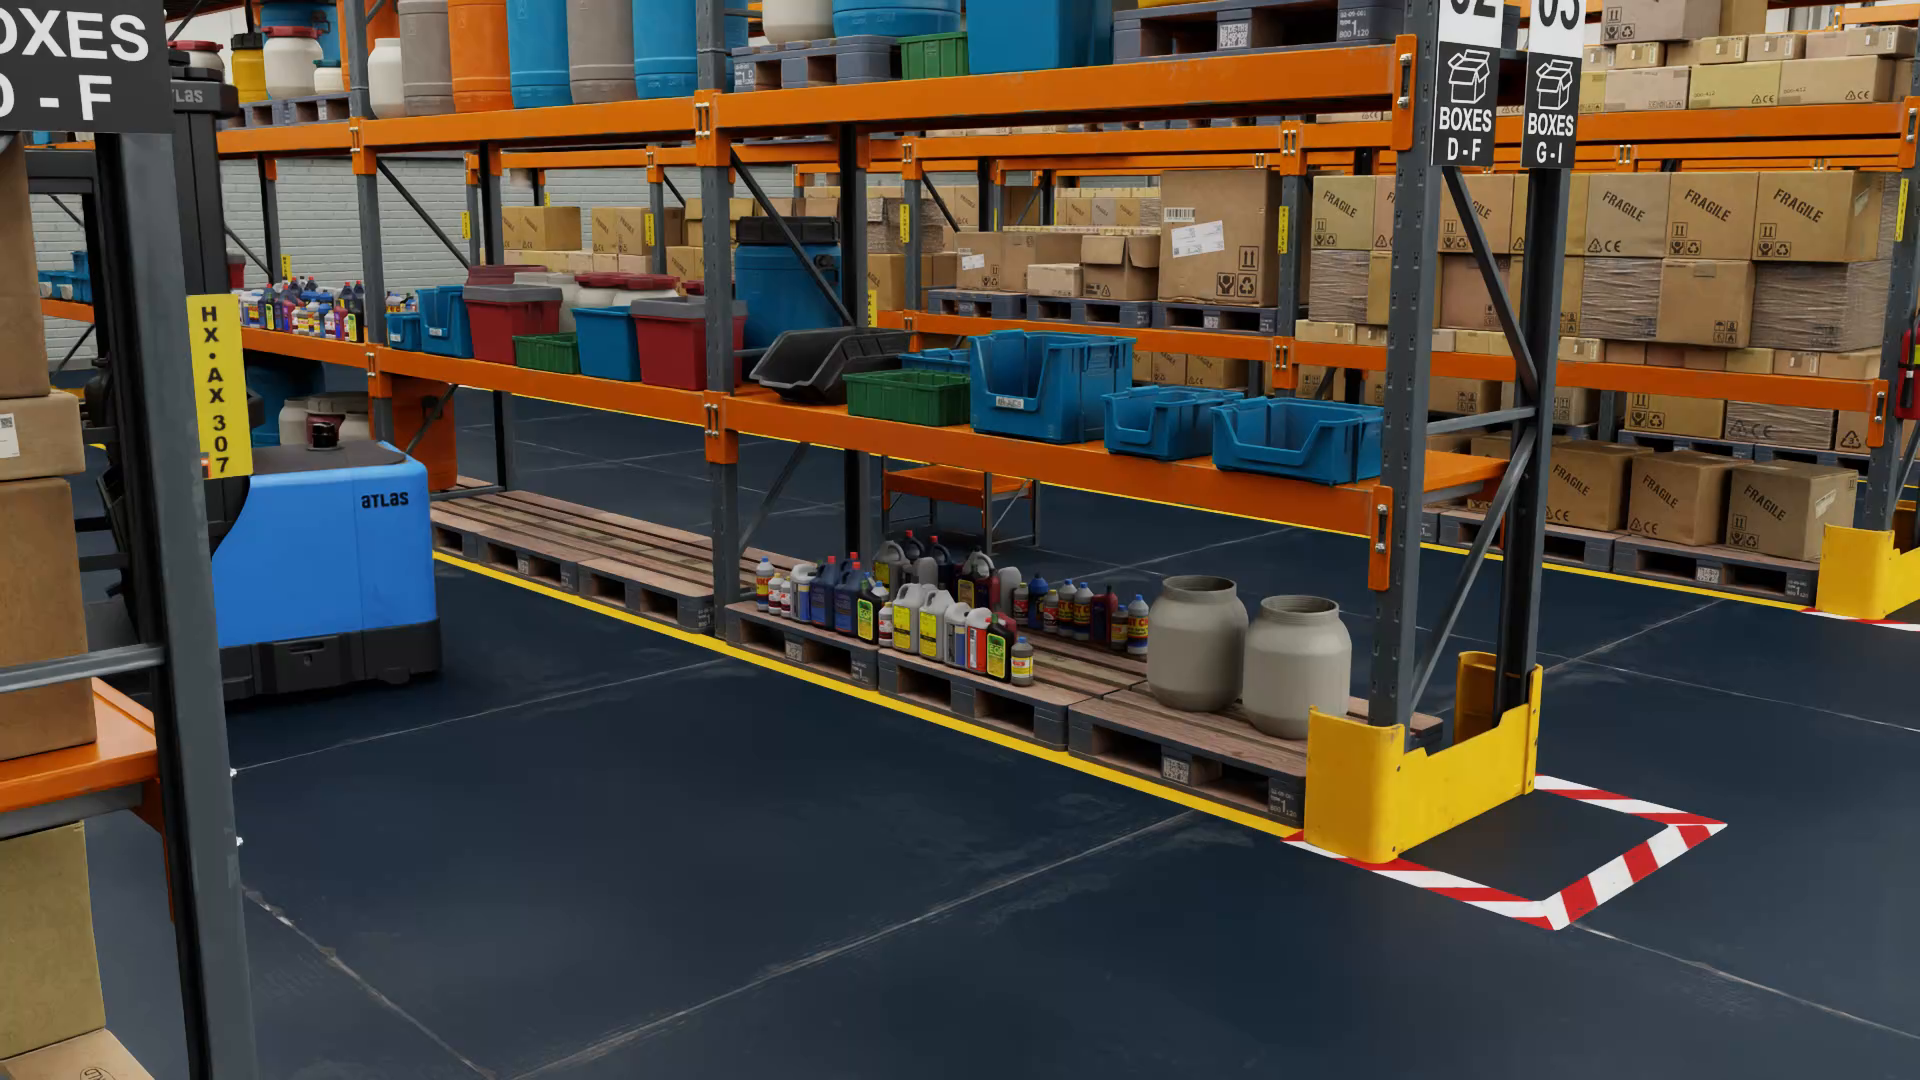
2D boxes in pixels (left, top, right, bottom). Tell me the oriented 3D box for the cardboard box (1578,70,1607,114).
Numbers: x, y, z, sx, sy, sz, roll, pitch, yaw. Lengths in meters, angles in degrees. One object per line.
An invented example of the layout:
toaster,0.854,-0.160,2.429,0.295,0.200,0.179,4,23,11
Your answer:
cardboard box,3.877,-2.765,10.335,0.500,0.250,0.500,-11,16,-44

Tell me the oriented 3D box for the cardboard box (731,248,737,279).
cardboard box,-2.018,-2.665,16.665,0.500,0.500,0.500,11,16,44

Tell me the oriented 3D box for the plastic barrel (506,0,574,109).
plastic barrel,-2.317,-2.956,9.650,0.600,0.901,0.708,-11,16,-43

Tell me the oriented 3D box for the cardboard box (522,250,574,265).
cardboard box,-4.766,-3.264,19.454,0.500,0.250,0.500,11,16,43

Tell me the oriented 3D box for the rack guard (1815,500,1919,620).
rack guard,5.387,0.100,9.686,1.175,0.500,0.348,-11,16,-43

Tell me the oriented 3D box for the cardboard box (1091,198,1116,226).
cardboard box,2.406,-5.110,26.053,0.500,0.500,0.500,-11,16,-43

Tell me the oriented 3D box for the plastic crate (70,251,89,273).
plastic crate,-8.826,-2.782,17.244,0.616,0.435,0.499,-11,16,-43

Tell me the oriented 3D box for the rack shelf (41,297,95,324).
rack shelf,-7.811,-2.114,16.020,1.077,0.370,4.000,-11,16,-43

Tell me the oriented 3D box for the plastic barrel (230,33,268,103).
plastic barrel,-5.653,-3.836,13.657,0.600,0.588,0.600,0,12,0

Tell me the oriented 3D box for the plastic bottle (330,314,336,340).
plastic bottle,-4.481,-1.546,11.973,0.097,0.201,0.097,0,12,0

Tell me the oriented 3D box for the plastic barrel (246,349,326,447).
plastic barrel,-5.578,-1.167,13.801,0.600,0.901,0.708,-11,16,-43

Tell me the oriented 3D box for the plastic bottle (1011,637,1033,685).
plastic bottle,0.272,0.525,7.272,0.097,0.201,0.097,0,12,0

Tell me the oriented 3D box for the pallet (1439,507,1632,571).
pallet,4.013,-0.060,11.179,1.003,0.211,1.213,-11,16,-43

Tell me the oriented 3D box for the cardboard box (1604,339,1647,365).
cardboard box,4.218,-1.183,10.342,0.380,0.149,0.250,-11,16,-43

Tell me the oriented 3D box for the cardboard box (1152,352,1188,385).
cardboard box,2.572,-2.074,19.200,0.500,0.500,0.500,-10,15,-40

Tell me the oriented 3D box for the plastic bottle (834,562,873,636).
plastic bottle,-0.518,0.279,8.100,0.185,0.351,0.144,11,16,43

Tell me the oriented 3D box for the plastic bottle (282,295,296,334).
plastic bottle,-5.045,-1.700,12.516,0.061,0.283,0.133,-11,16,-43

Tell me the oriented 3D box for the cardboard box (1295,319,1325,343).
cardboard box,2.608,-1.500,11.883,0.380,0.149,0.250,-11,16,-43

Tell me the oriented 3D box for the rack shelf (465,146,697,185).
rack shelf,-4.229,-4.273,19.067,1.077,0.370,4.000,-11,16,-43

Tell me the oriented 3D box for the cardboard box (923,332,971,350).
cardboard box,-0.547,-1.549,15.722,0.875,0.875,1.225,11,16,43

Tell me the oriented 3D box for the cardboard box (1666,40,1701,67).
cardboard box,4.387,-2.867,9.843,0.380,0.149,0.250,-11,16,-42

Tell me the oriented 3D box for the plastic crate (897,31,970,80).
plastic crate,-0.013,-2.104,7.280,0.336,0.188,0.450,-11,16,-43

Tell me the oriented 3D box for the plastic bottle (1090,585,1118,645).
plastic bottle,0.687,0.349,7.928,0.061,0.283,0.133,-11,16,-42

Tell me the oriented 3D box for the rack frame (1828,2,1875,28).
rack frame,9.844,-6.016,18.311,1.000,3.000,0.127,-11,16,-43

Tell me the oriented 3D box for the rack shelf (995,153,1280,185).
rack shelf,2.191,-4.366,19.517,1.077,0.370,4.000,-11,16,-43

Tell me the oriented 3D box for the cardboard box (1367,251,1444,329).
cardboard box,3.263,-1.739,11.435,0.875,0.500,0.500,-11,16,-43

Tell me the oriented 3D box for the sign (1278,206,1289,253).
sign,2.278,-2.186,11.719,0.100,0.325,0.005,-11,16,-43

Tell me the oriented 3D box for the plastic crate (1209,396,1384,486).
plastic crate,1.295,-0.381,6.197,0.499,0.251,0.616,-11,16,-43

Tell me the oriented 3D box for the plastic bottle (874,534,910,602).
plastic bottle,-0.356,0.149,8.728,0.144,0.351,0.185,-11,16,-43

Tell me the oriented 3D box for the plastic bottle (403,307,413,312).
plastic bottle,-4.130,-1.649,12.472,0.097,0.201,0.097,0,12,0

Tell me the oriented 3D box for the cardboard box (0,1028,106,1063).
cardboard box,-2.285,1.226,3.799,0.500,0.250,0.500,-11,16,-43

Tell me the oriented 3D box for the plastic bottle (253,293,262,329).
plastic bottle,-5.459,-1.787,12.968,0.097,0.271,0.097,0,12,0

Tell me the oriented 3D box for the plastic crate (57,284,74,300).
plastic crate,-8.630,-2.419,16.223,0.250,0.136,0.298,-11,16,-43

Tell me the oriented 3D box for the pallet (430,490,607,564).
pallet,-3.161,-0.106,11.403,1.003,0.211,1.213,-11,16,-43

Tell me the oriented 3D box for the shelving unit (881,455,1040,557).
shelving unit,-0.005,-0.552,11.303,0.538,1.125,1.048,-11,16,-43

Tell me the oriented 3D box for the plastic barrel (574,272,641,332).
plastic barrel,-2.213,-1.414,10.502,0.433,0.535,0.433,0,12,0

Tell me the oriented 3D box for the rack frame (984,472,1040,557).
rack frame,0.346,-0.478,10.943,0.500,1.125,0.032,-11,16,-43

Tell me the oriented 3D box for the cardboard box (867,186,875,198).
cardboard box,-1.139,-4.555,22.622,0.500,0.500,0.500,-11,16,-44

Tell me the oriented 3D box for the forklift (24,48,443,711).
forklift,-4.048,-0.682,7.456,3.031,2.935,1.130,-7,13,-29

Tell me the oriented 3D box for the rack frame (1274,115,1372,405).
rack frame,2.677,-1.697,12.214,1.000,3.000,0.127,-11,16,-43

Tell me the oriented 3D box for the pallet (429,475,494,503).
pallet,-4.242,-0.334,12.509,1.003,0.211,1.213,-11,16,-43

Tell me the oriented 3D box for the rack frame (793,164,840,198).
rack frame,-1.953,-4.125,23.997,1.000,3.000,0.127,-11,16,-43

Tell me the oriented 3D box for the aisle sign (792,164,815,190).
aisle sign,-2.220,-5.367,23.584,0.394,0.787,0.004,-11,16,-43

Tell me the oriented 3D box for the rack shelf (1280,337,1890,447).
rack shelf,4.058,-1.053,10.869,1.077,0.370,4.000,-11,16,-43

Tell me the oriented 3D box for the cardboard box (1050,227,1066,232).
cardboard box,1.292,-3.679,19.941,0.380,0.149,0.250,-11,16,-43

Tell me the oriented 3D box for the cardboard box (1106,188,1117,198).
cardboard box,2.488,-5.404,25.873,0.380,0.149,0.250,-11,16,-42

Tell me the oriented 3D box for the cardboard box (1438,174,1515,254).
cardboard box,3.495,-2.134,10.874,0.500,0.500,0.500,-11,16,-43

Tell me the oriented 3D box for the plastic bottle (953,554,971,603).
plastic bottle,0.023,0.208,8.609,0.061,0.283,0.133,-10,15,-39

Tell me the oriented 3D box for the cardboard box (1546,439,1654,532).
cardboard box,4.164,-0.364,10.900,0.500,0.500,0.500,-9,15,-37

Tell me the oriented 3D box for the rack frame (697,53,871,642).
rack frame,-0.905,-1.007,8.864,1.000,3.000,0.127,-11,16,-43

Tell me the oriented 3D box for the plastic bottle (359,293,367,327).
plastic bottle,-4.690,-1.840,13.217,0.152,0.276,0.135,-11,16,-43

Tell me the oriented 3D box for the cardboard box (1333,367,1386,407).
cardboard box,4.533,-1.832,17.406,1.050,0.750,0.750,-11,16,-42

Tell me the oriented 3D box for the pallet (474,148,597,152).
pallet,-5.090,-4.767,19.902,1.003,0.211,1.213,-11,16,-43

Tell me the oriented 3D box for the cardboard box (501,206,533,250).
cardboard box,-5.129,-3.707,19.747,0.500,0.500,0.500,11,16,44
